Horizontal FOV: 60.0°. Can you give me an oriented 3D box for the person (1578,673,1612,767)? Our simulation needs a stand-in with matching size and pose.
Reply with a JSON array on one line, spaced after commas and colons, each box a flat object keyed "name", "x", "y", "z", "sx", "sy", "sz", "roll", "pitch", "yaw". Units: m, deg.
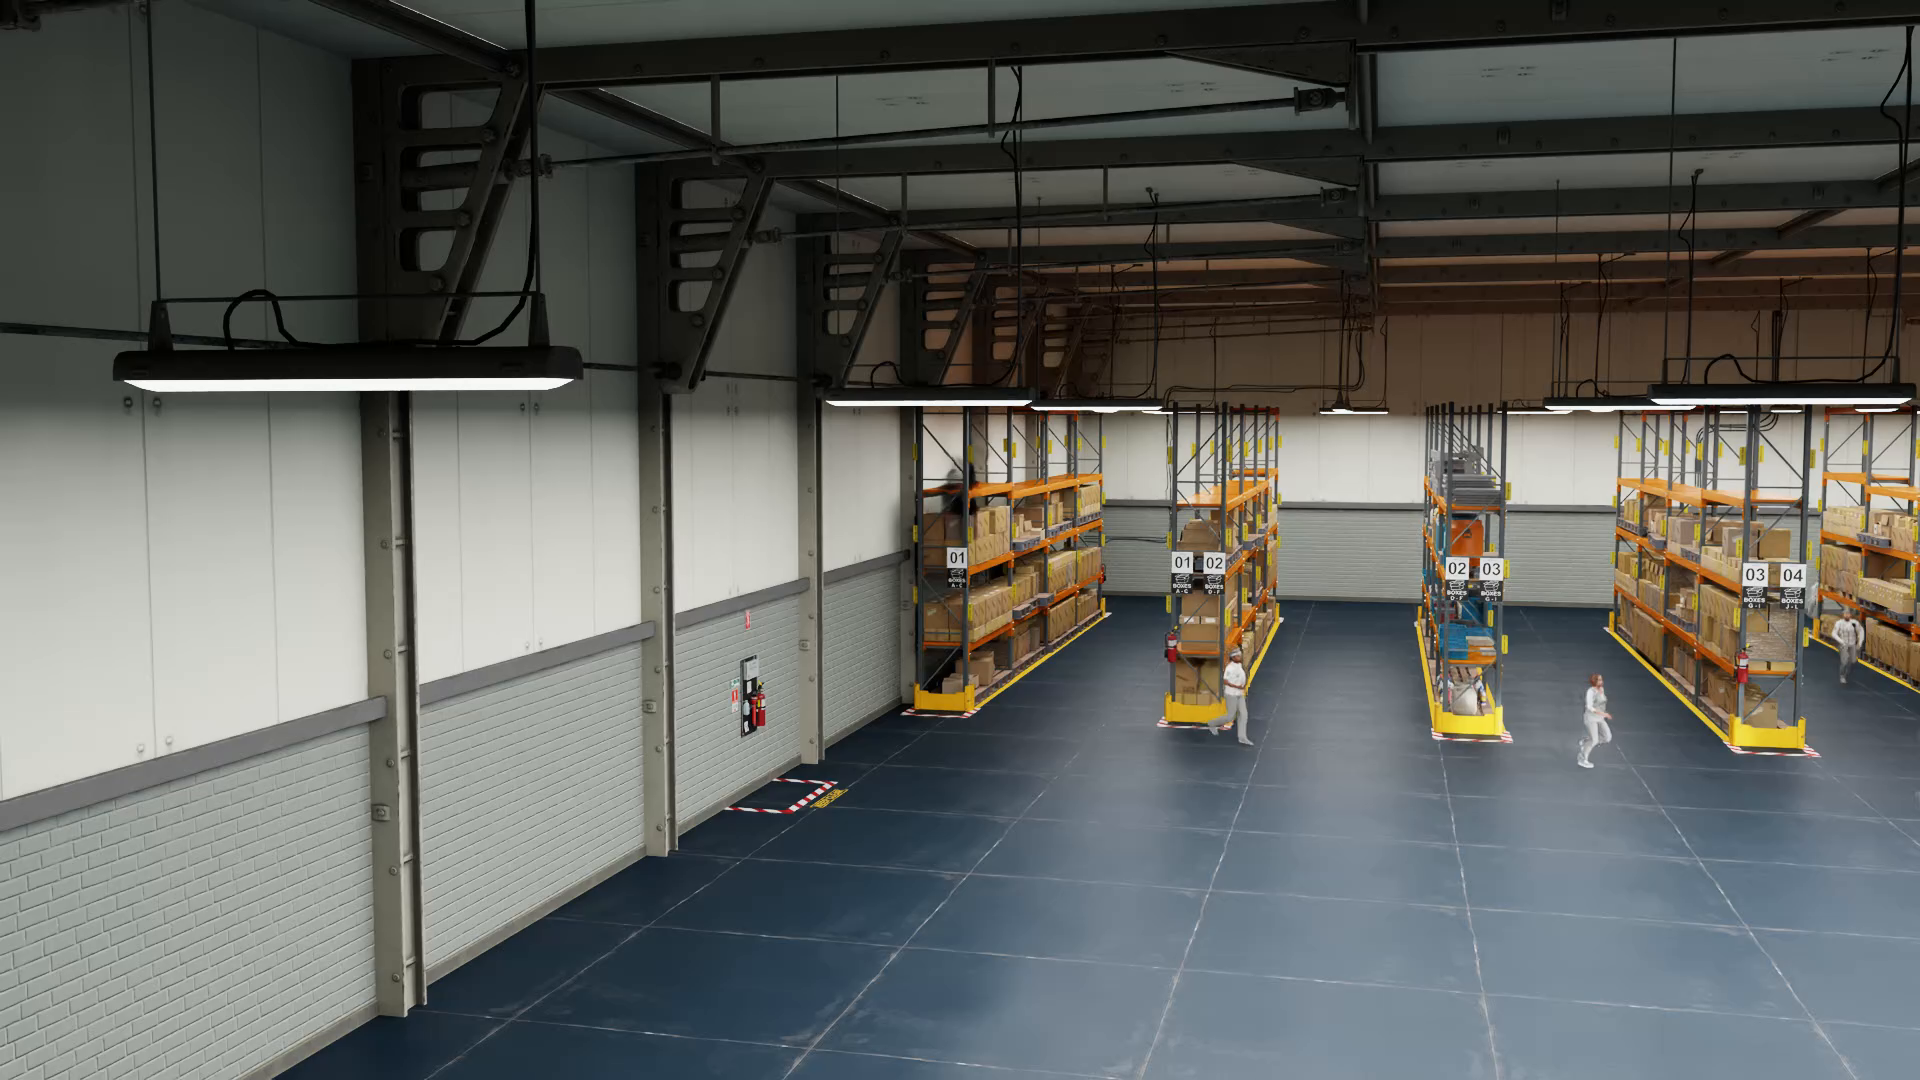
[{"name": "person", "x": 10.401, "y": 2.945, "z": 27.142, "sx": 0.569, "sy": 1.554, "sz": 0.599, "roll": -3, "pitch": 5, "yaw": -39}]

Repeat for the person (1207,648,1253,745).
[{"name": "person", "x": 4.802, "y": 2.730, "z": 29.249, "sx": 0.878, "sy": 1.694, "sz": 0.584, "roll": 3, "pitch": 5, "yaw": 37}]

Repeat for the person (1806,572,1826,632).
[{"name": "person", "x": 22.827, "y": 1.658, "z": 44.172, "sx": 0.538, "sy": 1.629, "sz": 0.618, "roll": 0, "pitch": 4, "yaw": -1}]

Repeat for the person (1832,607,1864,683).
[{"name": "person", "x": 19.127, "y": 2.262, "z": 35.819, "sx": 0.650, "sy": 1.660, "sz": 0.610, "roll": 1, "pitch": 4, "yaw": 19}]
